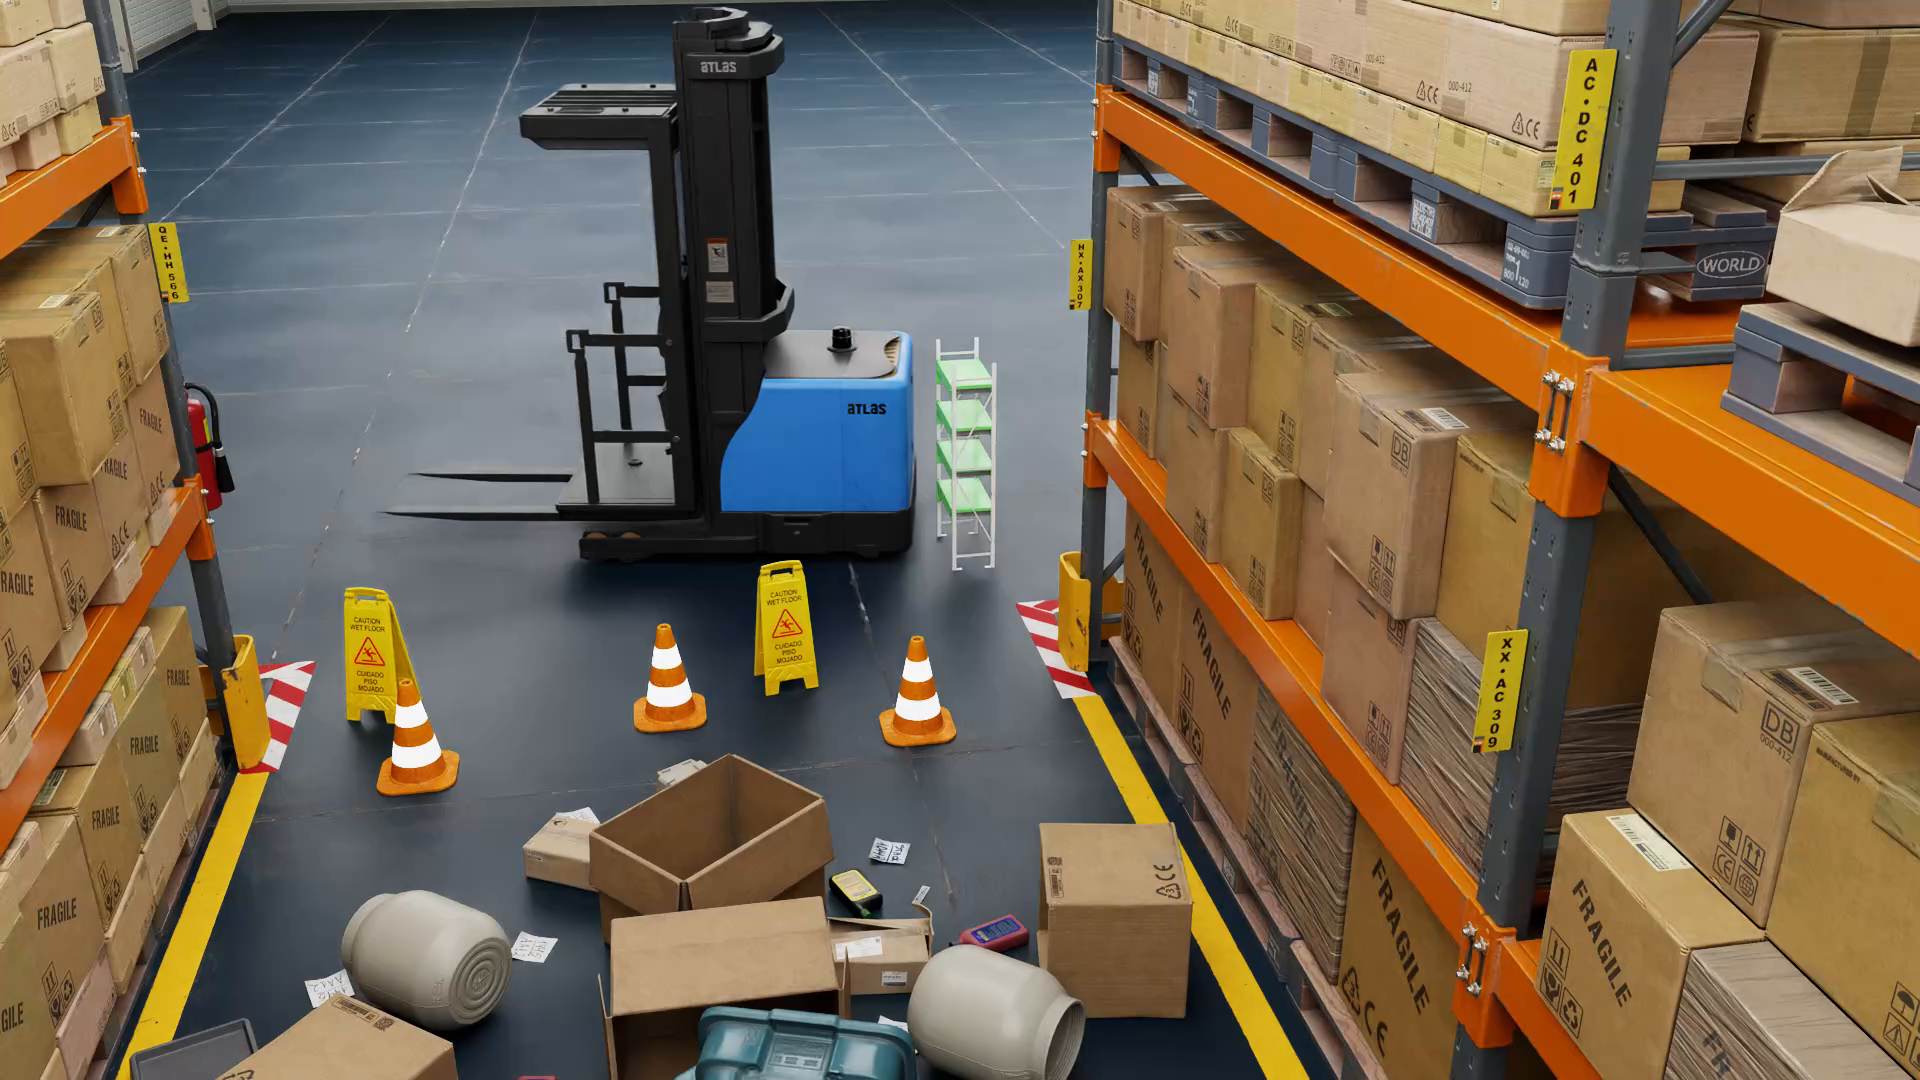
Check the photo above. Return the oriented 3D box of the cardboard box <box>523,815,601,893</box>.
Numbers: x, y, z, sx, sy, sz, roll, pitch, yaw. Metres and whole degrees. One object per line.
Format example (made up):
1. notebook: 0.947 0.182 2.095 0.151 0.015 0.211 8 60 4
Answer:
1. cardboard box: -1.520 1.261 6.676 0.380 0.149 0.250 8 25 18

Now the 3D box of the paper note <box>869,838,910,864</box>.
1. paper note: -0.287 1.270 6.805 0.144 0.017 0.142 4 24 9

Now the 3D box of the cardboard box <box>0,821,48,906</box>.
1. cardboard box: -2.965 0.976 4.932 0.380 0.149 0.250 -3 24 -7

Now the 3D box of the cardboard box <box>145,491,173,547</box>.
1. cardboard box: -3.312 -0.073 6.484 0.380 0.149 0.250 -5 24 -10

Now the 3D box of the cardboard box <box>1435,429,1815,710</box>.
1. cardboard box: 1.804 0.045 4.363 0.875 0.550 0.550 -4 24 -10

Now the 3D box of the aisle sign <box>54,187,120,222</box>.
1. aisle sign: -3.474 -1.648 6.528 0.394 0.787 0.004 -4 24 -10

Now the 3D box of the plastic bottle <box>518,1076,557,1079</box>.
1. plastic bottle: -1.403 1.863 5.409 0.133 0.061 0.283 0 24 -1

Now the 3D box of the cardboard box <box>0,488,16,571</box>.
1. cardboard box: -3.015 -0.069 4.415 0.700 0.500 0.500 -5 24 -11

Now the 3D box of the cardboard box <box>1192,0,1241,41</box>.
1. cardboard box: 1.125 -1.891 5.750 0.500 0.250 0.500 -4 24 -10

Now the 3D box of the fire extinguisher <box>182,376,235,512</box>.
1. fire extinguisher: -3.315 -0.455 7.140 0.296 0.674 0.183 -4 24 -10

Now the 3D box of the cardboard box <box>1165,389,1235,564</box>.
1. cardboard box: 1.315 -0.299 6.499 0.875 0.550 0.550 -4 24 -10

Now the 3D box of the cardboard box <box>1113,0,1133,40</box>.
1. cardboard box: 0.847 -2.156 6.856 0.380 0.149 0.250 -4 24 -9

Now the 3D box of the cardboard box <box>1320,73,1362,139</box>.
1. cardboard box: 1.269 -1.261 4.805 0.380 0.149 0.250 -4 24 -9

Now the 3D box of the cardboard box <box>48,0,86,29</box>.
1. cardboard box: -3.394 -1.925 5.979 0.380 0.149 0.250 -4 24 -9

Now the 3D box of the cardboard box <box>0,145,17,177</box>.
1. cardboard box: -3.331 -1.244 5.416 0.380 0.149 0.250 -4 24 -9

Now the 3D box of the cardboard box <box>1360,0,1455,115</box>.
1. cardboard box: 1.402 -1.298 4.392 0.500 0.250 0.500 -4 24 -10

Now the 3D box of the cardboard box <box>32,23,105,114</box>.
1. cardboard box: -3.388 -1.672 5.898 0.500 0.250 0.500 -5 24 -10

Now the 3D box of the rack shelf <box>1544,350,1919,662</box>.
1. rack shelf: 2.208 0.498 2.013 1.077 0.370 4.000 -4 24 -10

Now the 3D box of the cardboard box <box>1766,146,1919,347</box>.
1. cardboard box: 1.705 -0.539 3.007 0.258 0.266 0.396 -5 24 -11

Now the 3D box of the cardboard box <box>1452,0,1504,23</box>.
1. cardboard box: 1.411 -1.327 3.960 0.380 0.149 0.250 -4 24 -10

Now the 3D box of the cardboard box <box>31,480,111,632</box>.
1. cardboard box: -3.199 -0.006 5.519 0.500 0.500 0.500 -4 24 -10

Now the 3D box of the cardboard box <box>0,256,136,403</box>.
1. cardboard box: -3.352 -0.667 5.784 0.700 0.500 0.500 -4 24 -9

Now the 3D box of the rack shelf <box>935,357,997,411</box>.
1. rack shelf: 0.031 -0.866 9.194 0.258 0.148 0.480 -4 24 -10

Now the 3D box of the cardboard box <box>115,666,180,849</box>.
1. cardboard box: -3.243 0.814 6.113 0.500 0.500 0.500 -3 24 -8

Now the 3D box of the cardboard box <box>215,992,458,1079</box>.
1. cardboard box: -1.868 1.785 5.036 0.500 0.500 0.500 13 27 27

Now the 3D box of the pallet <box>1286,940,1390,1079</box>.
1. pallet: 1.775 1.729 5.527 1.003 0.211 1.213 -4 24 -10

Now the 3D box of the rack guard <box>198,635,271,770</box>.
1. rack guard: -3.733 0.764 7.375 1.175 0.500 0.348 -4 24 -10

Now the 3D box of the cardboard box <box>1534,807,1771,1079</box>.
1. cardboard box: 1.671 0.937 3.732 0.500 0.500 0.500 -4 24 -9

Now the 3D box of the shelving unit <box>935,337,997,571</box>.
1. shelving unit: 0.031 -0.485 9.361 0.258 1.200 0.503 -4 24 -10

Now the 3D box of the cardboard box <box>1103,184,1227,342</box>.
1. cardboard box: 1.129 -1.232 7.286 0.875 0.550 0.550 -4 24 -10

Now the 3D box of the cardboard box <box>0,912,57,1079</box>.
1. cardboard box: -2.962 1.425 4.714 0.500 0.500 0.500 -3 24 -8

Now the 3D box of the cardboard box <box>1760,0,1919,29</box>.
1. cardboard box: 2.105 -1.275 3.842 0.380 0.149 0.250 -4 24 -9

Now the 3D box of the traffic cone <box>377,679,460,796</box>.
1. traffic cone: -2.400 0.825 7.282 0.336 0.463 0.334 -4 24 -10

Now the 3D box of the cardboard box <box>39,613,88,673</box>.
1. cardboard box: -3.162 0.333 5.553 0.380 0.149 0.250 -5 24 -10

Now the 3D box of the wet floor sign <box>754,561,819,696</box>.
1. wet floor sign: -0.852 0.397 8.035 0.267 0.644 0.232 -9 25 -19

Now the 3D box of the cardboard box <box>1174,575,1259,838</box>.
1. cardboard box: 1.454 0.572 6.823 0.875 0.875 0.875 -5 24 -11

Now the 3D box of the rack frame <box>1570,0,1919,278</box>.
1. rack frame: 1.838 -1.993 3.070 1.000 3.000 0.127 -4 24 -10

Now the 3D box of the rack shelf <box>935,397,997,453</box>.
1. rack shelf: 0.031 -0.646 9.290 0.258 0.148 0.480 -4 24 -10

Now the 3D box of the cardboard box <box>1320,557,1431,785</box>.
1. cardboard box: 1.635 0.329 5.062 0.875 0.550 0.550 -4 24 -10

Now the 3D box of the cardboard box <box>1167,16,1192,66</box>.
1. cardboard box: 0.988 -1.858 6.173 0.380 0.149 0.250 -4 24 -9

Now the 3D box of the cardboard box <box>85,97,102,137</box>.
1. cardboard box: -3.406 -1.551 6.119 0.380 0.149 0.250 -4 24 -10

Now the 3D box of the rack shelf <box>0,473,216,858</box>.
1. rack shelf: -3.377 0.705 5.286 1.077 0.370 4.000 -4 24 -10

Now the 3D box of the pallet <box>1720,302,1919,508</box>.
1. pallet: 2.056 -0.174 2.891 0.805 0.209 1.217 -5 24 -12

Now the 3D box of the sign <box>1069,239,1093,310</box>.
1. sign: 0.552 -1.211 7.595 0.100 0.325 0.005 -4 24 -10

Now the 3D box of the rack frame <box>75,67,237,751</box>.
1. rack frame: -3.747 -0.411 6.943 1.000 3.000 0.127 -4 24 -10

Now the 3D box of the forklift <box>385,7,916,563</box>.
1. forklift: -1.788 -1.426 9.354 3.031 2.935 1.130 0 24 0

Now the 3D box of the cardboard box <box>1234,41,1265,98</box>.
1. cardboard box: 1.128 -1.560 5.490 0.380 0.149 0.250 -4 24 -9

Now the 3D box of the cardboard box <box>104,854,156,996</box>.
1. cardboard box: -3.143 1.364 5.789 0.500 0.250 0.500 -5 24 -12

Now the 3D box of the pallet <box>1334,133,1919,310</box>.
1. pallet: 1.697 -0.900 4.427 1.003 0.211 1.213 -4 24 -10

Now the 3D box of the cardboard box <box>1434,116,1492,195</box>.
1. cardboard box: 1.410 -0.960 4.117 0.380 0.149 0.250 -4 24 -9

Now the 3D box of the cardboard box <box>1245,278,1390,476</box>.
1. cardboard box: 1.518 -0.593 5.824 0.875 0.550 0.500 -4 24 -10

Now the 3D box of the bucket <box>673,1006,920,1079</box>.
1. bucket: -0.452 1.677 4.354 0.726 0.611 0.620 4 34 9

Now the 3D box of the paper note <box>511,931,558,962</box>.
1. paper note: -1.606 1.525 6.235 0.148 0.019 0.142 4 24 9

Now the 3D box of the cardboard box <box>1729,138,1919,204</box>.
1. cardboard box: 2.105 -0.910 4.002 0.380 0.149 0.250 -5 24 -11

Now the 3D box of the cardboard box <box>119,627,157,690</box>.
1. cardboard box: -3.209 0.451 6.133 0.380 0.149 0.250 -4 24 -8
